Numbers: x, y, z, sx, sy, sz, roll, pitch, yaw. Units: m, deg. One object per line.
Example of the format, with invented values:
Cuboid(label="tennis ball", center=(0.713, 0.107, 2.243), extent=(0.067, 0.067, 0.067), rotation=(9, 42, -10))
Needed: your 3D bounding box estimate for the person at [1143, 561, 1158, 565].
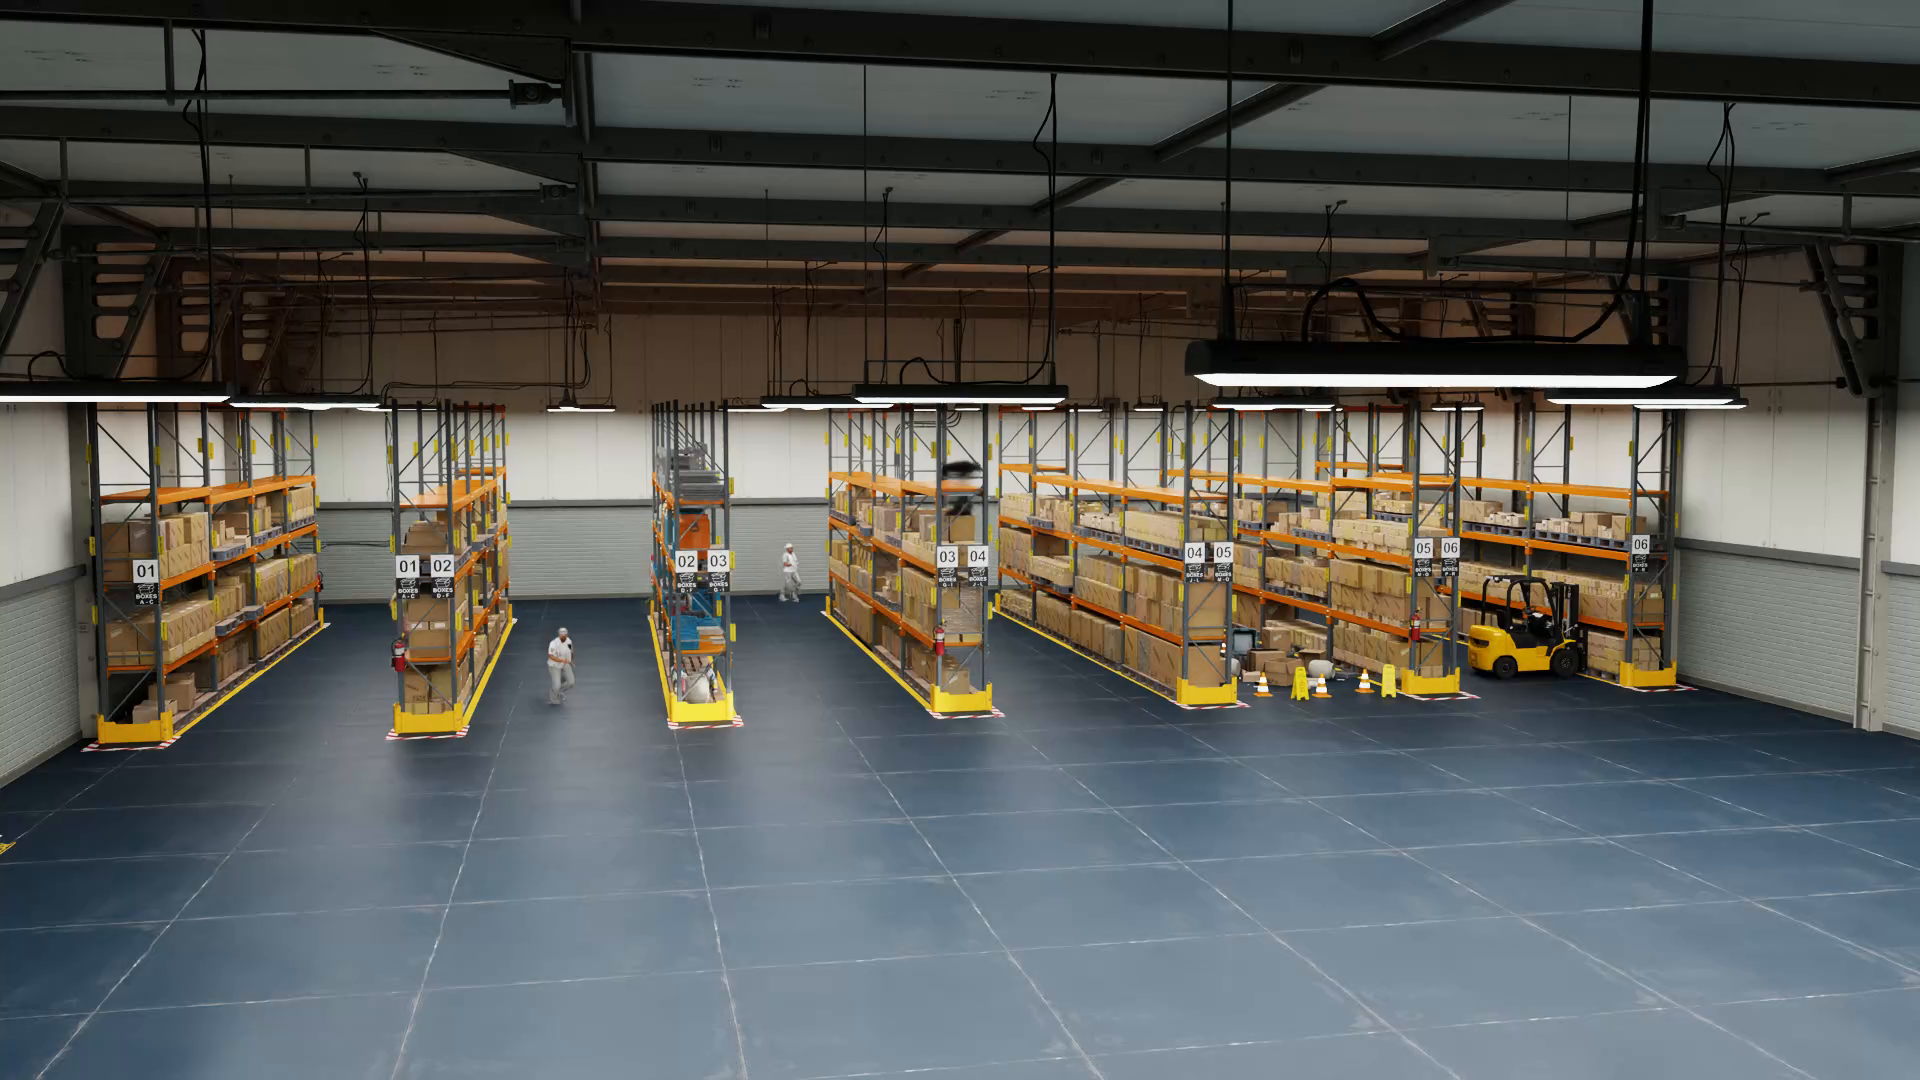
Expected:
Cuboid(label="person", center=(5.885, 1.001, 51.010), extent=(0.692, 1.784, 0.651), rotation=(0, 4, -4))

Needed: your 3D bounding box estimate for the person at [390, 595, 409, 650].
Cuboid(label="person", center=(-13.628, 1.864, 40.665), extent=(0.595, 1.625, 0.616), rotation=(-2, 5, -25))

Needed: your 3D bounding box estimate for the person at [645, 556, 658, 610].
Cuboid(label="person", center=(-8.733, 1.274, 47.605), extent=(0.670, 1.745, 0.652), rotation=(-2, 5, -23))

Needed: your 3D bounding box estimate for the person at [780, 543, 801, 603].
Cuboid(label="person", center=(-5.153, 1.013, 50.701), extent=(0.748, 1.825, 0.693), rotation=(3, 5, 32))

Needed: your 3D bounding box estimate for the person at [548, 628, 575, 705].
Cuboid(label="person", center=(-7.849, 2.486, 32.752), extent=(0.599, 1.555, 0.716), rotation=(-4, 6, -44))
